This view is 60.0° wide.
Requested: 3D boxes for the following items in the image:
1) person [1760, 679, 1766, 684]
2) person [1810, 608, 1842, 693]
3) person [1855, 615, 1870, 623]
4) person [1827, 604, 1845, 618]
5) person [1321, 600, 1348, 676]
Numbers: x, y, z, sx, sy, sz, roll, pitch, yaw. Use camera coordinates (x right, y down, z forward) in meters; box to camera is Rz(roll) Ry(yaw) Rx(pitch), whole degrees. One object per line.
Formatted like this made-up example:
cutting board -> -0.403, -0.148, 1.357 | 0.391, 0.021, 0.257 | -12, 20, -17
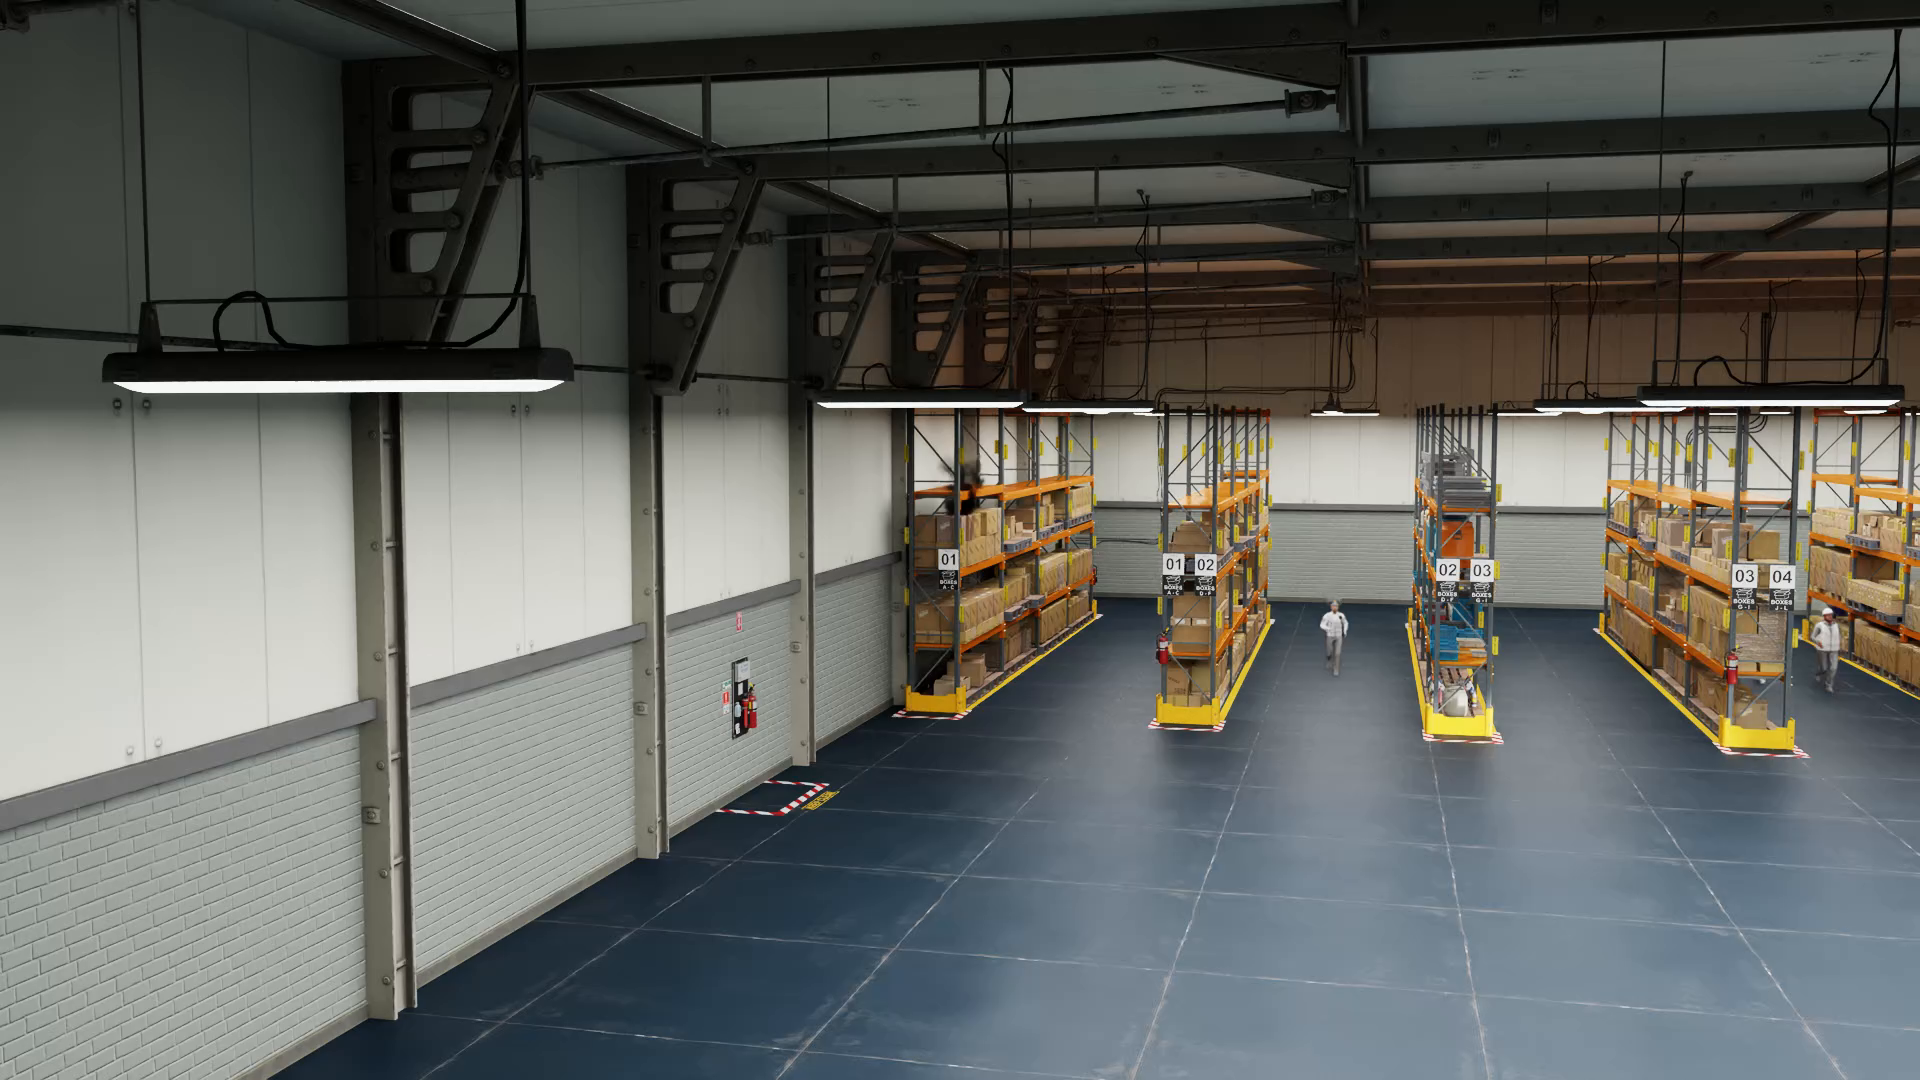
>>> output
person -> 17.497, 2.212, 36.256 | 0.717, 1.780, 0.930 | 1, 4, 18
person -> 18.280, 2.312, 35.058 | 0.661, 1.758, 0.792 | 1, 4, 8
person -> 23.740, 1.675, 43.809 | 0.788, 1.727, 0.566 | -1, 4, -13
person -> 23.315, 1.709, 44.207 | 0.554, 1.587, 0.590 | 0, 4, 6
person -> 8.400, 2.176, 37.288 | 0.625, 1.654, 0.838 | 1, 4, 7
